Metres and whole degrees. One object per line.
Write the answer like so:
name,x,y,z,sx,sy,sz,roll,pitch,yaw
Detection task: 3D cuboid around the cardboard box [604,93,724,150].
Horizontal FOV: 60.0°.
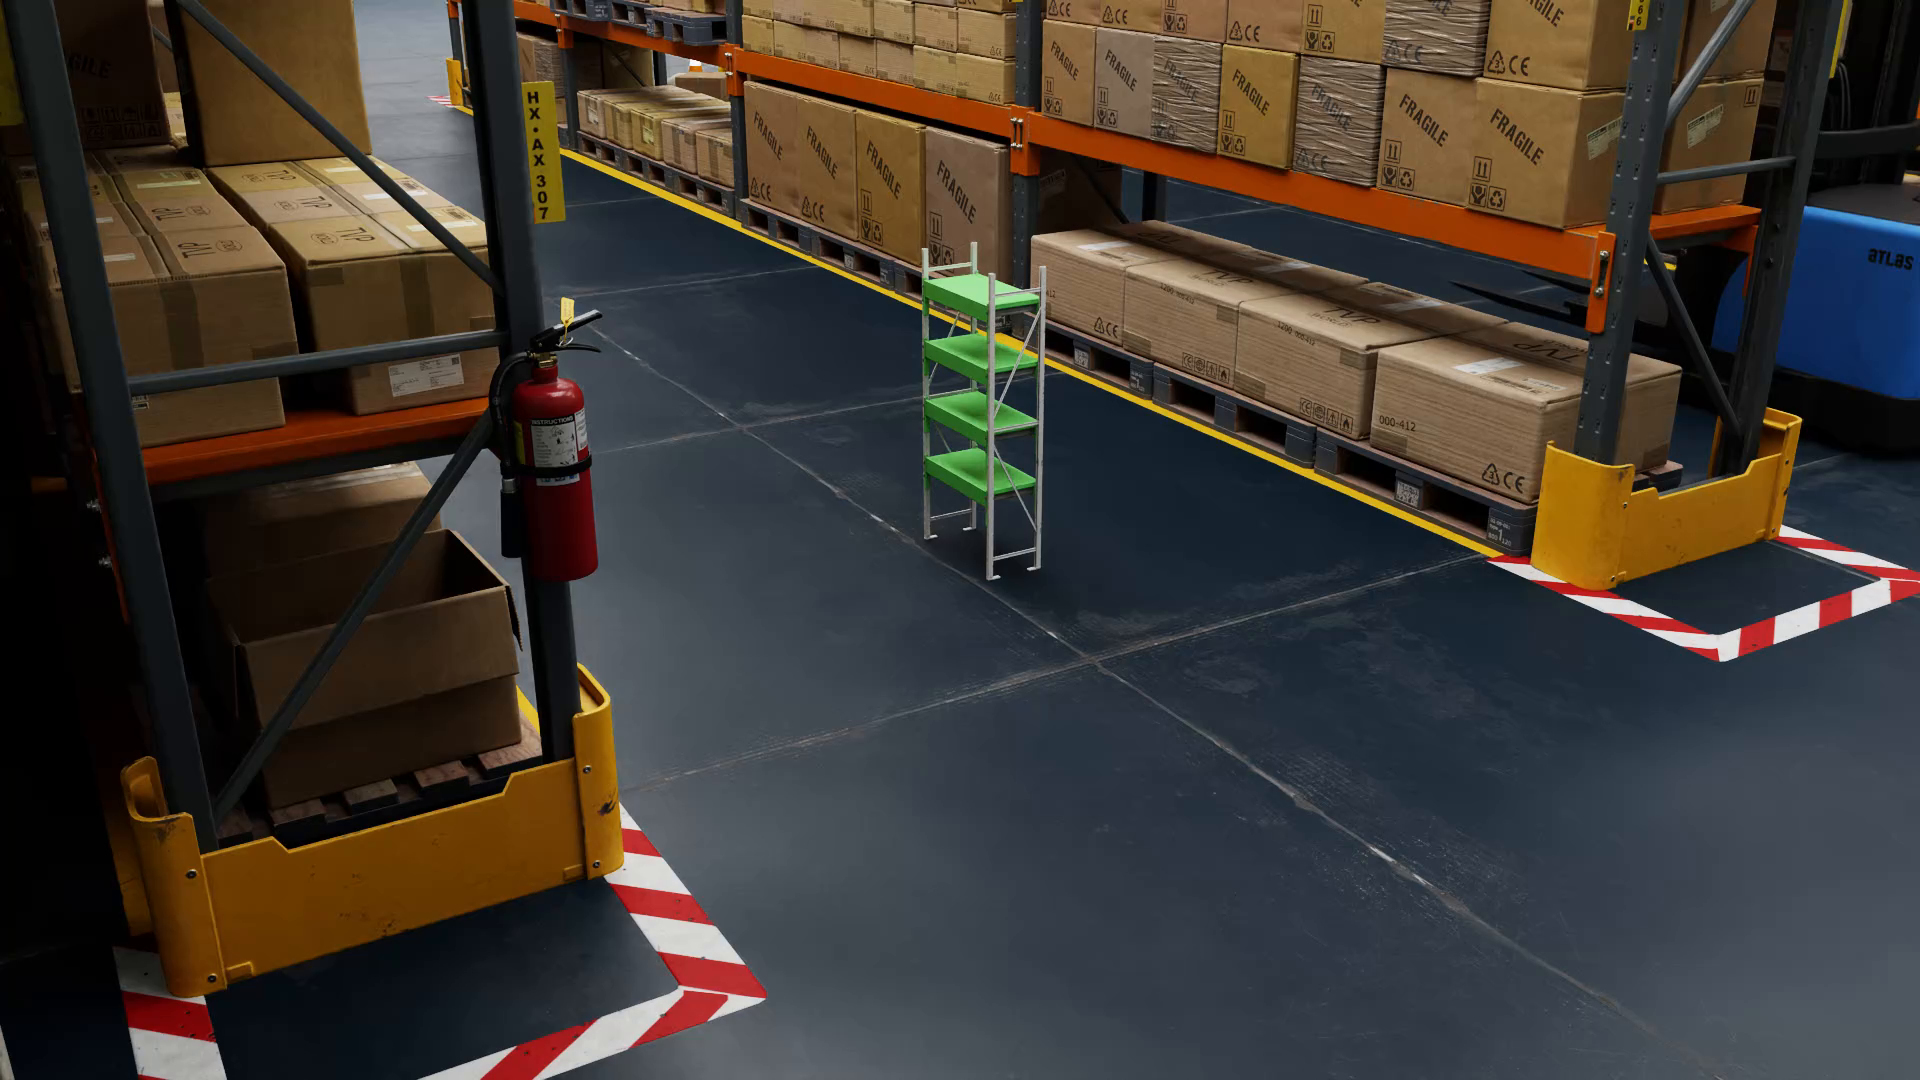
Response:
cardboard box,-2.683,-3.821,15.162,0.950,0.372,0.625,-11,25,-25

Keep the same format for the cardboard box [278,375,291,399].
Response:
cardboard box,-1.935,-0.438,4.240,0.380,0.149,0.250,-12,25,-27

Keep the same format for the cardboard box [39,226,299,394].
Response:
cardboard box,-1.922,-0.571,4.038,0.500,0.250,0.500,-12,25,-27

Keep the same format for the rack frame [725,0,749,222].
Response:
rack frame,-1.280,-3.951,12.548,1.000,3.000,0.127,-13,25,-28

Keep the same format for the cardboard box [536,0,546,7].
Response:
cardboard box,-3.883,-5.254,16.088,0.380,0.149,0.250,-12,25,-27

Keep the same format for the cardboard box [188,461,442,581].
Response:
cardboard box,-2.093,0.058,5.448,0.700,0.500,0.500,-11,25,-26

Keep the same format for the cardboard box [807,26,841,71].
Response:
cardboard box,-0.706,-3.341,11.246,0.500,0.250,0.500,-12,25,-27

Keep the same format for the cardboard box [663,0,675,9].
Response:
cardboard box,-2.138,-4.319,13.229,0.380,0.149,0.250,-14,26,-31

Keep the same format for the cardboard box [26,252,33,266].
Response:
cardboard box,-2.690,-0.833,5.211,0.380,0.149,0.250,-13,25,-28

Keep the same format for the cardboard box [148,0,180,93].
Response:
cardboard box,-3.557,-2.141,7.404,0.700,0.500,0.500,-12,25,-27

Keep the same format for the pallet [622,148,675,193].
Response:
pallet,-2.297,-3.307,14.667,1.003,0.211,1.213,-13,25,-28

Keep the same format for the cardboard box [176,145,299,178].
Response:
cardboard box,-2.258,-1.160,5.487,0.500,0.250,0.500,-13,26,-30

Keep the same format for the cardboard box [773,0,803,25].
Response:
cardboard box,-0.970,-3.734,11.549,0.500,0.250,0.500,-12,25,-27

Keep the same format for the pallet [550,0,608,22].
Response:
pallet,-3.058,-4.881,15.092,1.003,0.211,1.213,-13,25,-28

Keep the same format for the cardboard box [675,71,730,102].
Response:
cardboard box,-2.701,-4.697,17.701,0.500,0.500,0.500,4,22,9

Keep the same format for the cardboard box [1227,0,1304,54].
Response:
cardboard box,1.558,-2.468,7.440,0.500,0.500,0.500,-13,25,-29

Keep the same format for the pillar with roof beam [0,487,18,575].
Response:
pillar with roof beam,-0.220,-4.909,6.937,9.100,9.000,0.400,-13,25,-28

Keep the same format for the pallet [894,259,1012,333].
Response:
pallet,0.304,-1.599,10.466,1.003,0.211,1.213,-13,25,-28

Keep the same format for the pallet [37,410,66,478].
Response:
pallet,-3.950,-0.664,8.165,1.003,0.211,1.213,-13,25,-28

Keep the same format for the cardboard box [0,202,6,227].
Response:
cardboard box,-5.004,-1.766,9.073,0.380,0.149,0.250,-13,26,-29

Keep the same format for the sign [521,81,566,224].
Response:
sign,-0.992,-0.911,3.919,0.100,0.325,0.005,-13,25,-28

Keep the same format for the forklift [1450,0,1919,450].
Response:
forklift,4.001,-2.285,8.540,1.130,2.935,3.031,-12,25,-27

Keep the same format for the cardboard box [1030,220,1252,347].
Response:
cardboard box,0.992,-1.440,9.215,0.875,0.438,0.875,-13,25,-29

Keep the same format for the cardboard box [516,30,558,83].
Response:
cardboard box,-4.379,-4.983,17.185,0.500,0.500,0.500,-11,25,-25

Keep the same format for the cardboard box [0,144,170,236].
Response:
cardboard box,-2.957,-1.228,5.652,0.500,0.250,0.500,-12,25,-27

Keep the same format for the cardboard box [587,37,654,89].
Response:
cardboard box,-3.392,-4.757,16.629,0.500,0.500,0.500,-11,25,-26

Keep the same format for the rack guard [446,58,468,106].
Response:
rack guard,-5.328,-5.358,19.329,1.175,0.500,0.348,-13,25,-28

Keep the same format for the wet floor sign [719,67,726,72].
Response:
wet floor sign,-2.880,-6.063,20.872,0.267,0.644,0.232,-18,28,-37

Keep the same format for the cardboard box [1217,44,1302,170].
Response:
cardboard box,1.543,-2.007,7.634,0.500,0.500,0.500,-12,25,-27

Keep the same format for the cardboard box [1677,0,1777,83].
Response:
cardboard box,2.806,-2.081,6.487,0.500,0.500,0.500,-13,26,-29

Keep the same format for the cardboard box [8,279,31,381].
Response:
cardboard box,-4.253,-1.001,8.053,0.500,0.500,0.500,-14,26,-30

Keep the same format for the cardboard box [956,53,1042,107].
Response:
cardboard box,0.317,-2.683,9.628,0.500,0.250,0.500,-13,26,-29

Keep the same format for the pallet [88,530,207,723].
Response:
pallet,-2.525,0.210,6.015,1.003,0.211,1.213,-13,25,-28

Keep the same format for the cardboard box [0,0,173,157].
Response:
cardboard box,-2.970,-1.583,5.530,0.500,0.500,0.500,-13,26,-30

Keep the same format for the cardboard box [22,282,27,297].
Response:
cardboard box,-4.208,-1.262,7.833,0.380,0.149,0.250,-12,25,-28

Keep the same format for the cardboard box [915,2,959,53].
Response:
cardboard box,0.067,-3.074,9.927,0.500,0.250,0.500,-12,25,-27

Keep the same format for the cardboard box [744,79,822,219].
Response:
cardboard box,-0.998,-2.922,12.280,0.875,0.875,0.875,-13,25,-29

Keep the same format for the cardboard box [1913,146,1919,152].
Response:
cardboard box,8.939,-3.976,14.873,1.225,0.875,0.875,-13,25,-28

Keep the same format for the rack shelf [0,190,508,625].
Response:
rack shelf,-2.480,-0.719,5.553,1.077,0.370,4.000,-13,25,-28

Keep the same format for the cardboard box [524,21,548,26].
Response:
cardboard box,-4.464,-5.431,18.288,0.500,0.500,0.500,-12,25,-26

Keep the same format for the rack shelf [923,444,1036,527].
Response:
rack shelf,0.085,-0.221,6.568,0.258,0.148,0.480,-13,25,-28

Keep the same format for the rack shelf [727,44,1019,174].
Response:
rack shelf,-0.258,-2.970,11.091,1.077,0.370,4.000,-13,25,-28

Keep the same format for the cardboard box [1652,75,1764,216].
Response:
cardboard box,2.808,-1.618,6.676,0.500,0.500,0.500,-13,25,-29

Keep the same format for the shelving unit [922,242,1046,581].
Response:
shelving unit,0.085,-0.502,6.454,0.258,1.200,0.503,-13,25,-28
